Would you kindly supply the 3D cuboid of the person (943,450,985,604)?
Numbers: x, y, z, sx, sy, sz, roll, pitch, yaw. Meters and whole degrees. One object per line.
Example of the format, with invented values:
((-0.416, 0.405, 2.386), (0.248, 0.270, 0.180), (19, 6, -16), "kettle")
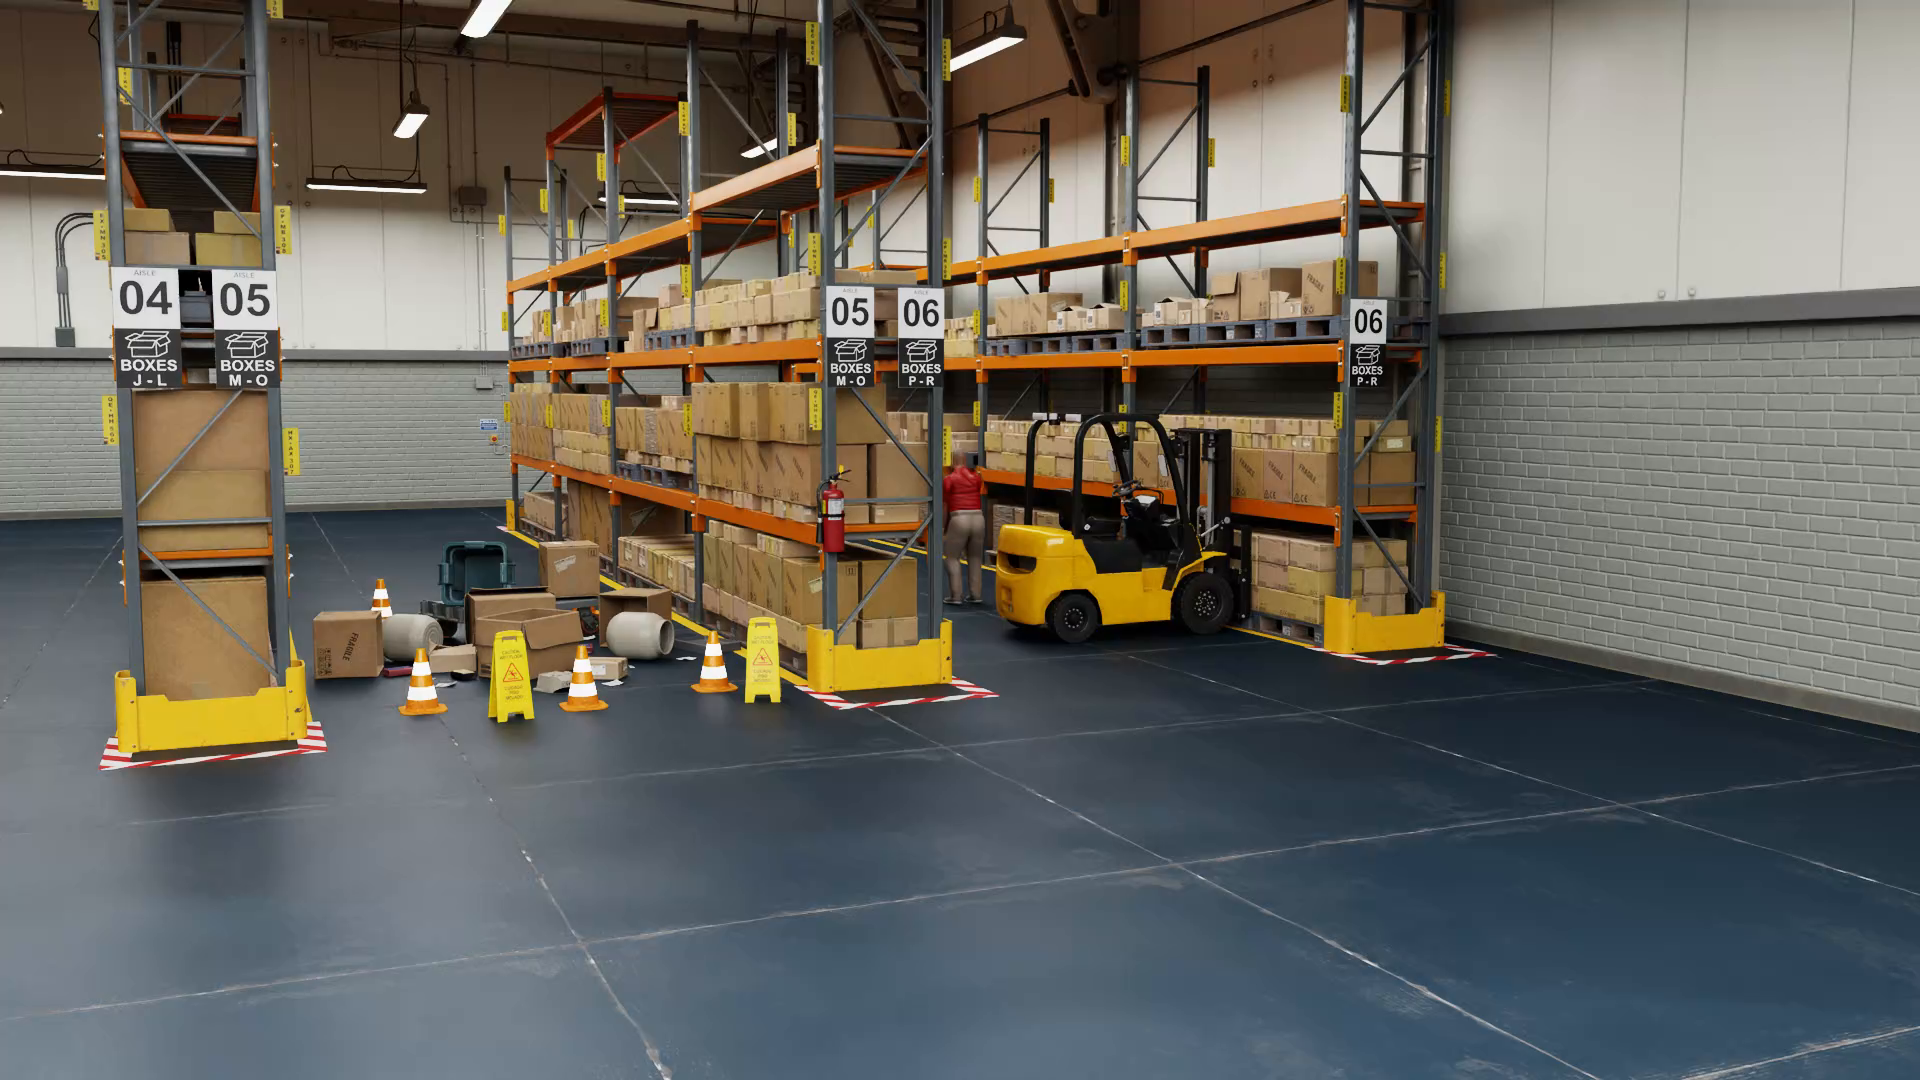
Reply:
((0.010, -0.143, 18.518), (0.485, 1.711, 0.570), (-2, 6, -25), "person")
